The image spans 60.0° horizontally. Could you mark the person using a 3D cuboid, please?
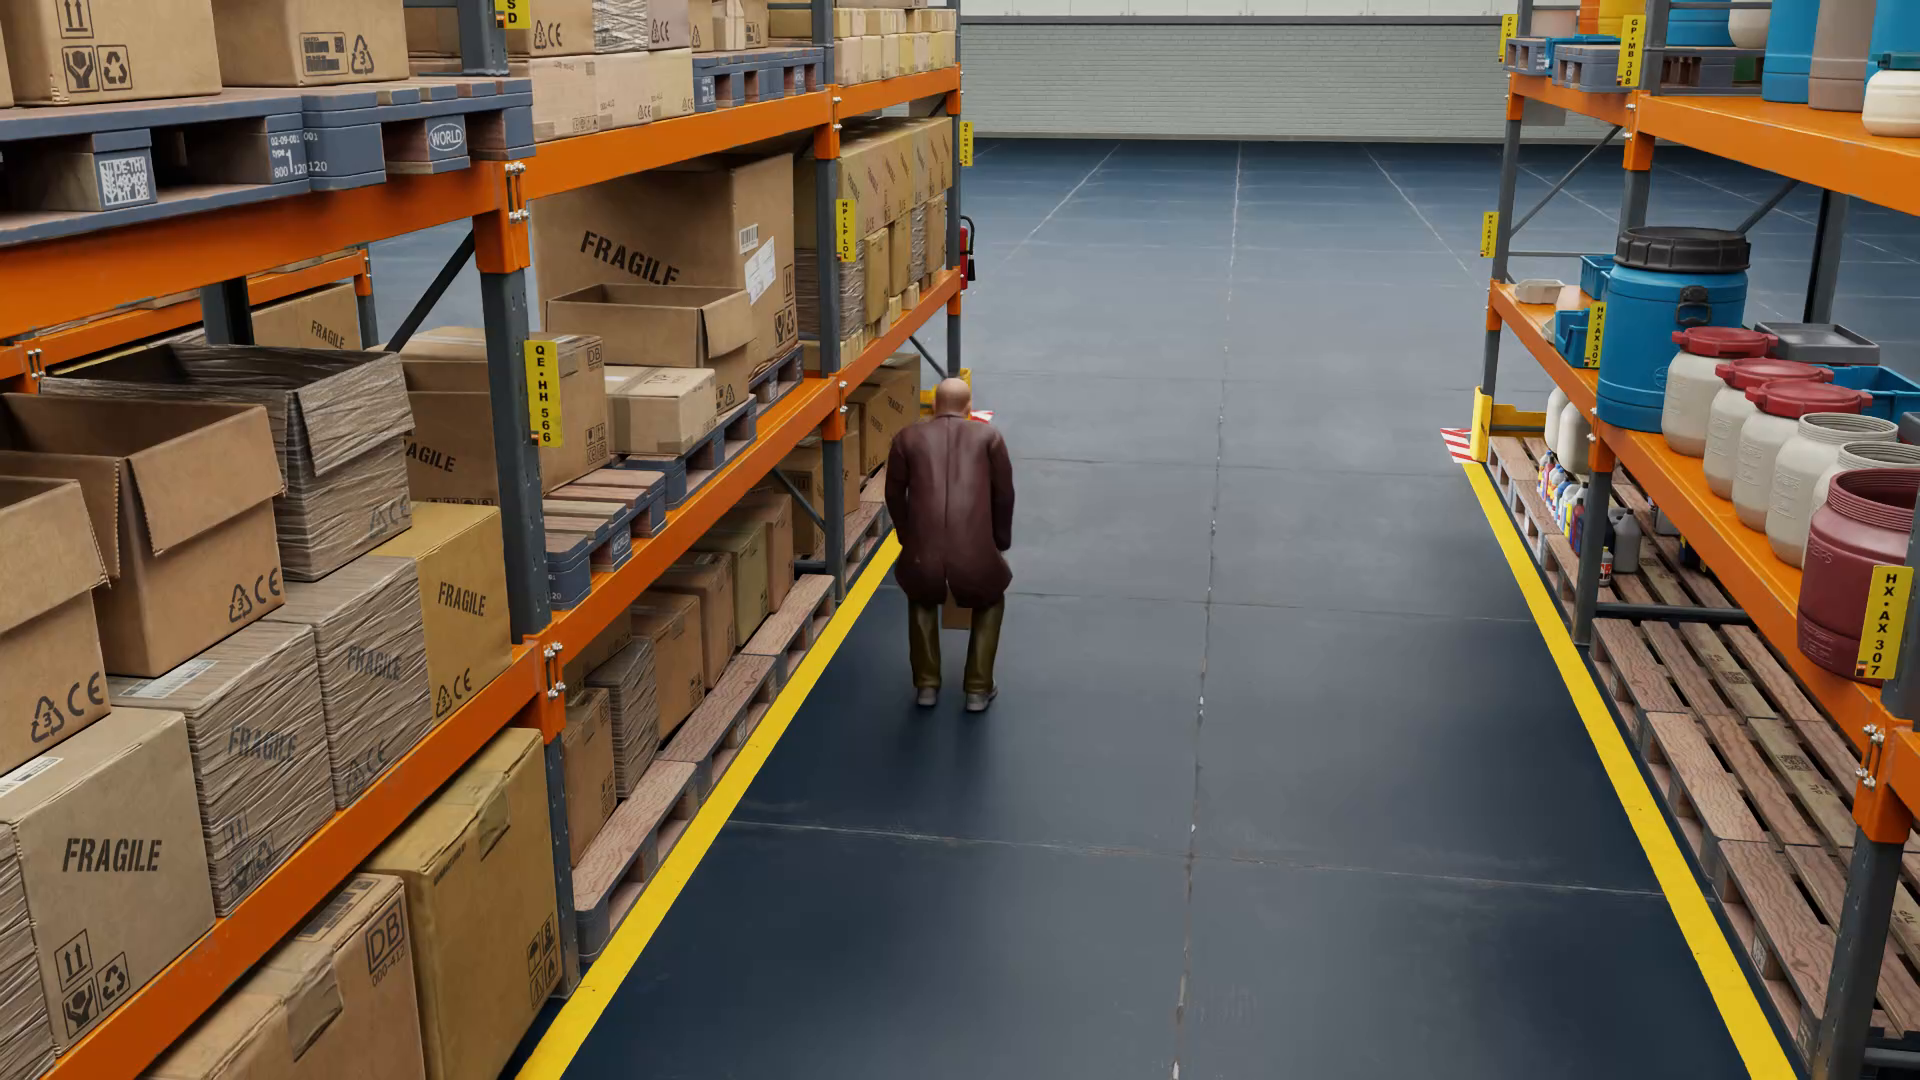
[{"bbox_3d":[-0.060,0.034,7.896,0.628,1.526,0.635,3,18,9],"label":"person"}]
